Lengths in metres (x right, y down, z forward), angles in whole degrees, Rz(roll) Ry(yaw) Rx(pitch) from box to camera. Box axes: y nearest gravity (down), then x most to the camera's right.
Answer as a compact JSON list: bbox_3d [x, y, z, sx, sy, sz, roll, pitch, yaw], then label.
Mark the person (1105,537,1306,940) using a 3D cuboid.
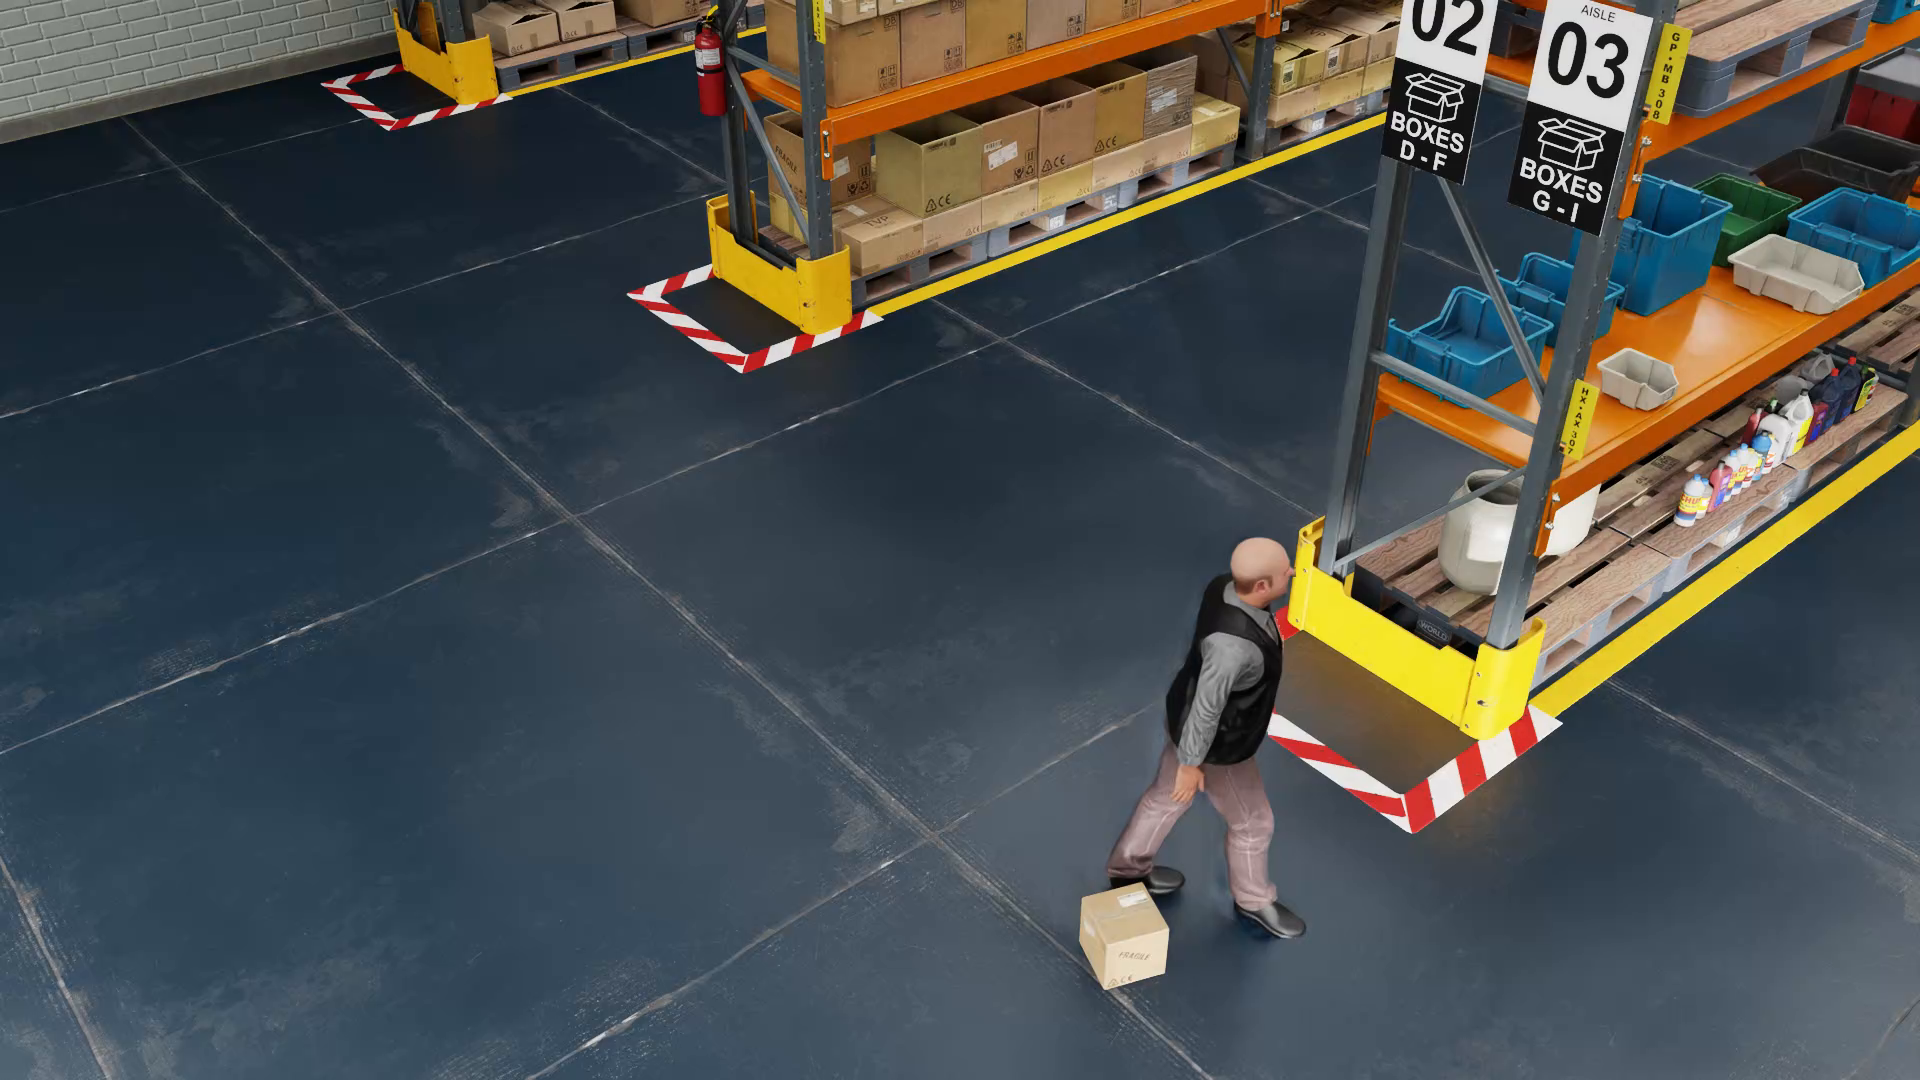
[{"bbox_3d":[0.960,0.708,6.124,0.779,1.724,0.565,1,36,1],"label":"person"}]
